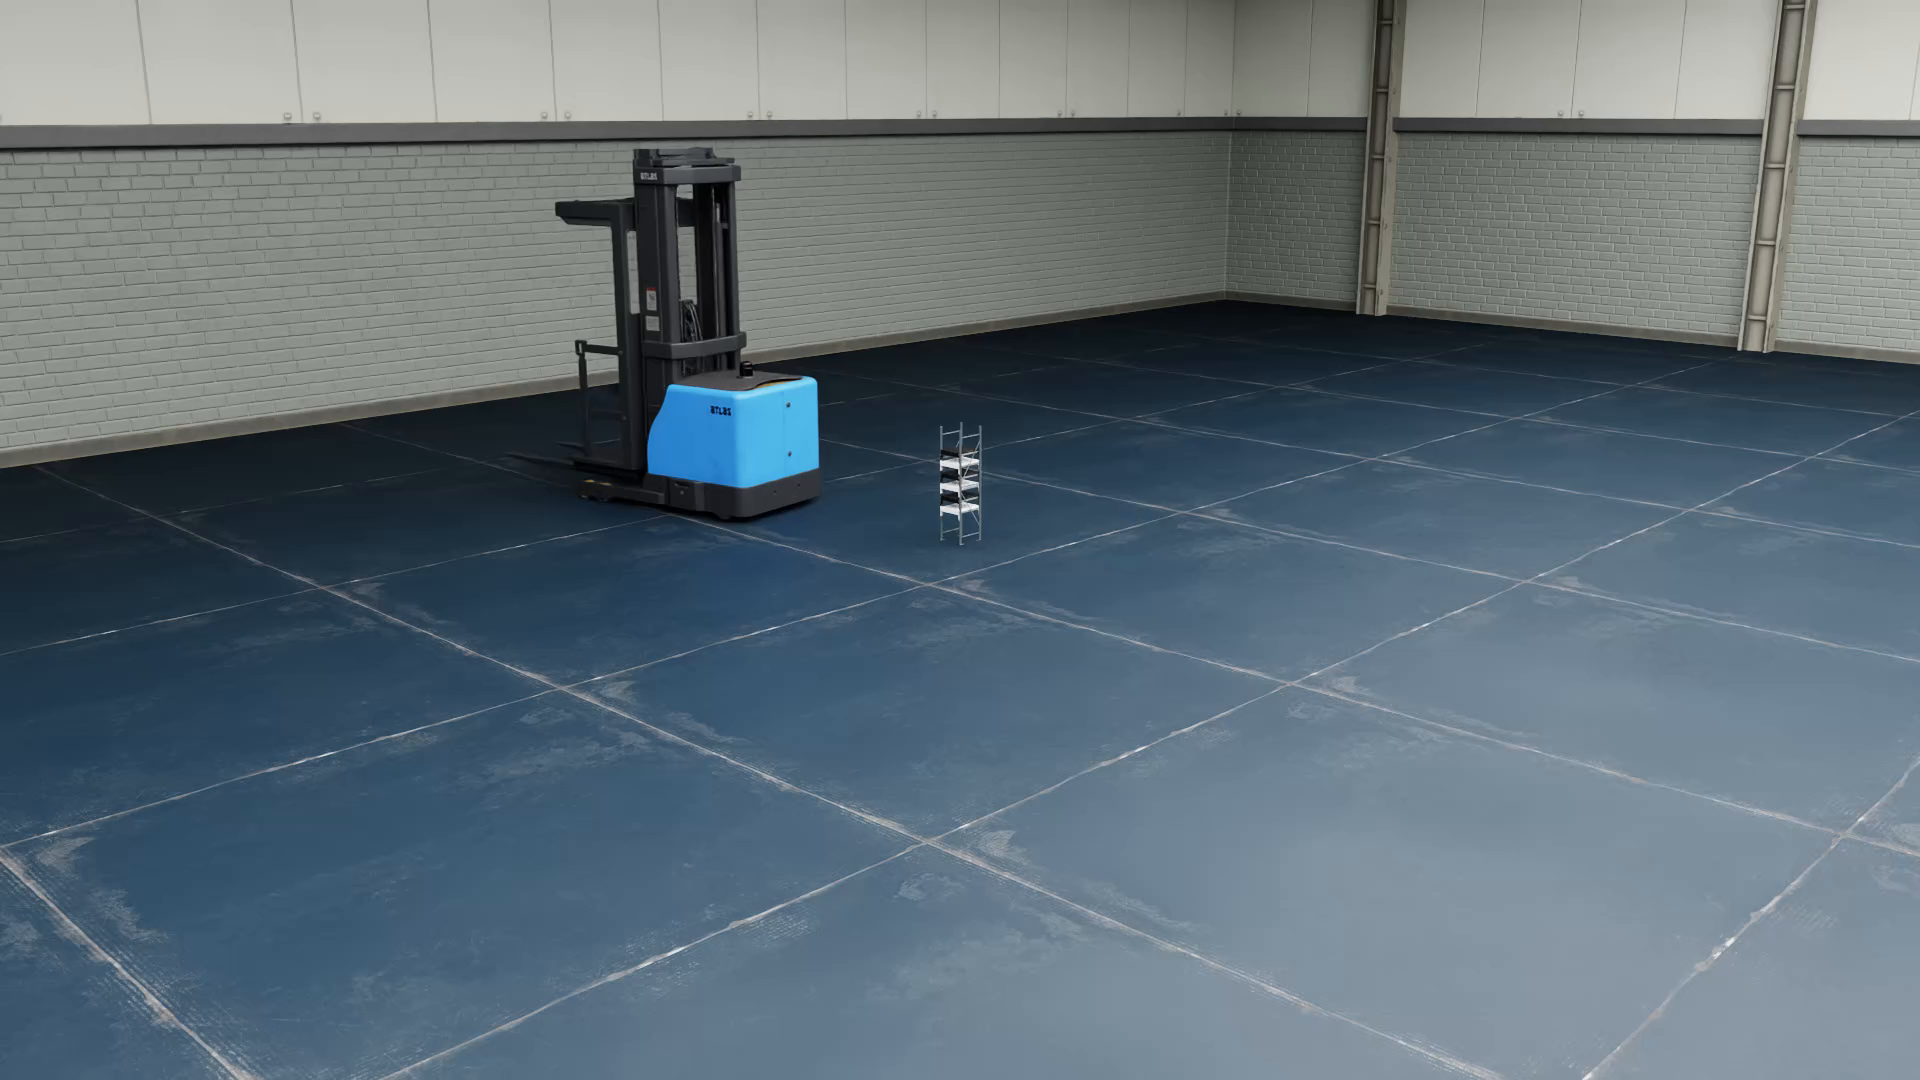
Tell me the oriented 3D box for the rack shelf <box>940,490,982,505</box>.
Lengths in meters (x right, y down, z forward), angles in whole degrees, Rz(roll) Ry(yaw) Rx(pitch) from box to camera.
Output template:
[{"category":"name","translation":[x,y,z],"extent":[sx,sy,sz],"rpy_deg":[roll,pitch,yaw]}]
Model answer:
[{"category":"rack shelf","translation":[0.006,-0.315,12.844],"extent":[0.200,0.077,0.258],"rpy_deg":[14,20,42]}]

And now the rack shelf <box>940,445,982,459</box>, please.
[{"category":"rack shelf","translation":[0.006,-0.663,12.753],"extent":[0.200,0.077,0.258],"rpy_deg":[14,20,42]}]

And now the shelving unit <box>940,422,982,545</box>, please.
[{"category":"shelving unit","translation":[0.006,-0.434,12.813],"extent":[0.210,0.900,0.258],"rpy_deg":[14,20,42]}]

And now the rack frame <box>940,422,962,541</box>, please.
[{"category":"rack frame","translation":[-0.067,-0.452,12.881],"extent":[0.006,0.900,0.240],"rpy_deg":[14,20,42]}]

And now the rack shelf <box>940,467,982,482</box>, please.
[{"category":"rack shelf","translation":[0.006,-0.489,12.799],"extent":[0.200,0.077,0.258],"rpy_deg":[14,20,42]}]

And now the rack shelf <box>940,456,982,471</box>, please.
[{"category":"rack shelf","translation":[0.006,-0.576,12.776],"extent":[0.200,0.077,0.258],"rpy_deg":[14,20,42]}]

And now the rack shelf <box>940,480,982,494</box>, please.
[{"category":"rack shelf","translation":[0.006,-0.402,12.822],"extent":[0.200,0.077,0.258],"rpy_deg":[14,20,42]}]

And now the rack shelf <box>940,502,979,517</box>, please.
[{"category":"rack shelf","translation":[0.006,-0.228,12.867],"extent":[0.200,0.077,0.258],"rpy_deg":[14,20,42]}]

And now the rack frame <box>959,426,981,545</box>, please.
[{"category":"rack frame","translation":[0.079,-0.416,12.745],"extent":[0.006,0.900,0.240],"rpy_deg":[14,20,42]}]

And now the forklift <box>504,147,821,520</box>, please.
[{"category":"forklift","translation":[-2.687,-1.844,14.194],"extent":[3.031,2.935,1.130],"rpy_deg":[10,17,33]}]

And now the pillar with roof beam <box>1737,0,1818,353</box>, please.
[{"category":"pillar with roof beam","translation":[8.015,-6.195,18.861],"extent":[0.400,9.000,9.100],"rpy_deg":[14,20,42]}]

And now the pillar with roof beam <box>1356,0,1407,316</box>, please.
[{"category":"pillar with roof beam","translation":[3.695,-7.245,22.891],"extent":[0.400,9.000,9.100],"rpy_deg":[14,20,42]}]
